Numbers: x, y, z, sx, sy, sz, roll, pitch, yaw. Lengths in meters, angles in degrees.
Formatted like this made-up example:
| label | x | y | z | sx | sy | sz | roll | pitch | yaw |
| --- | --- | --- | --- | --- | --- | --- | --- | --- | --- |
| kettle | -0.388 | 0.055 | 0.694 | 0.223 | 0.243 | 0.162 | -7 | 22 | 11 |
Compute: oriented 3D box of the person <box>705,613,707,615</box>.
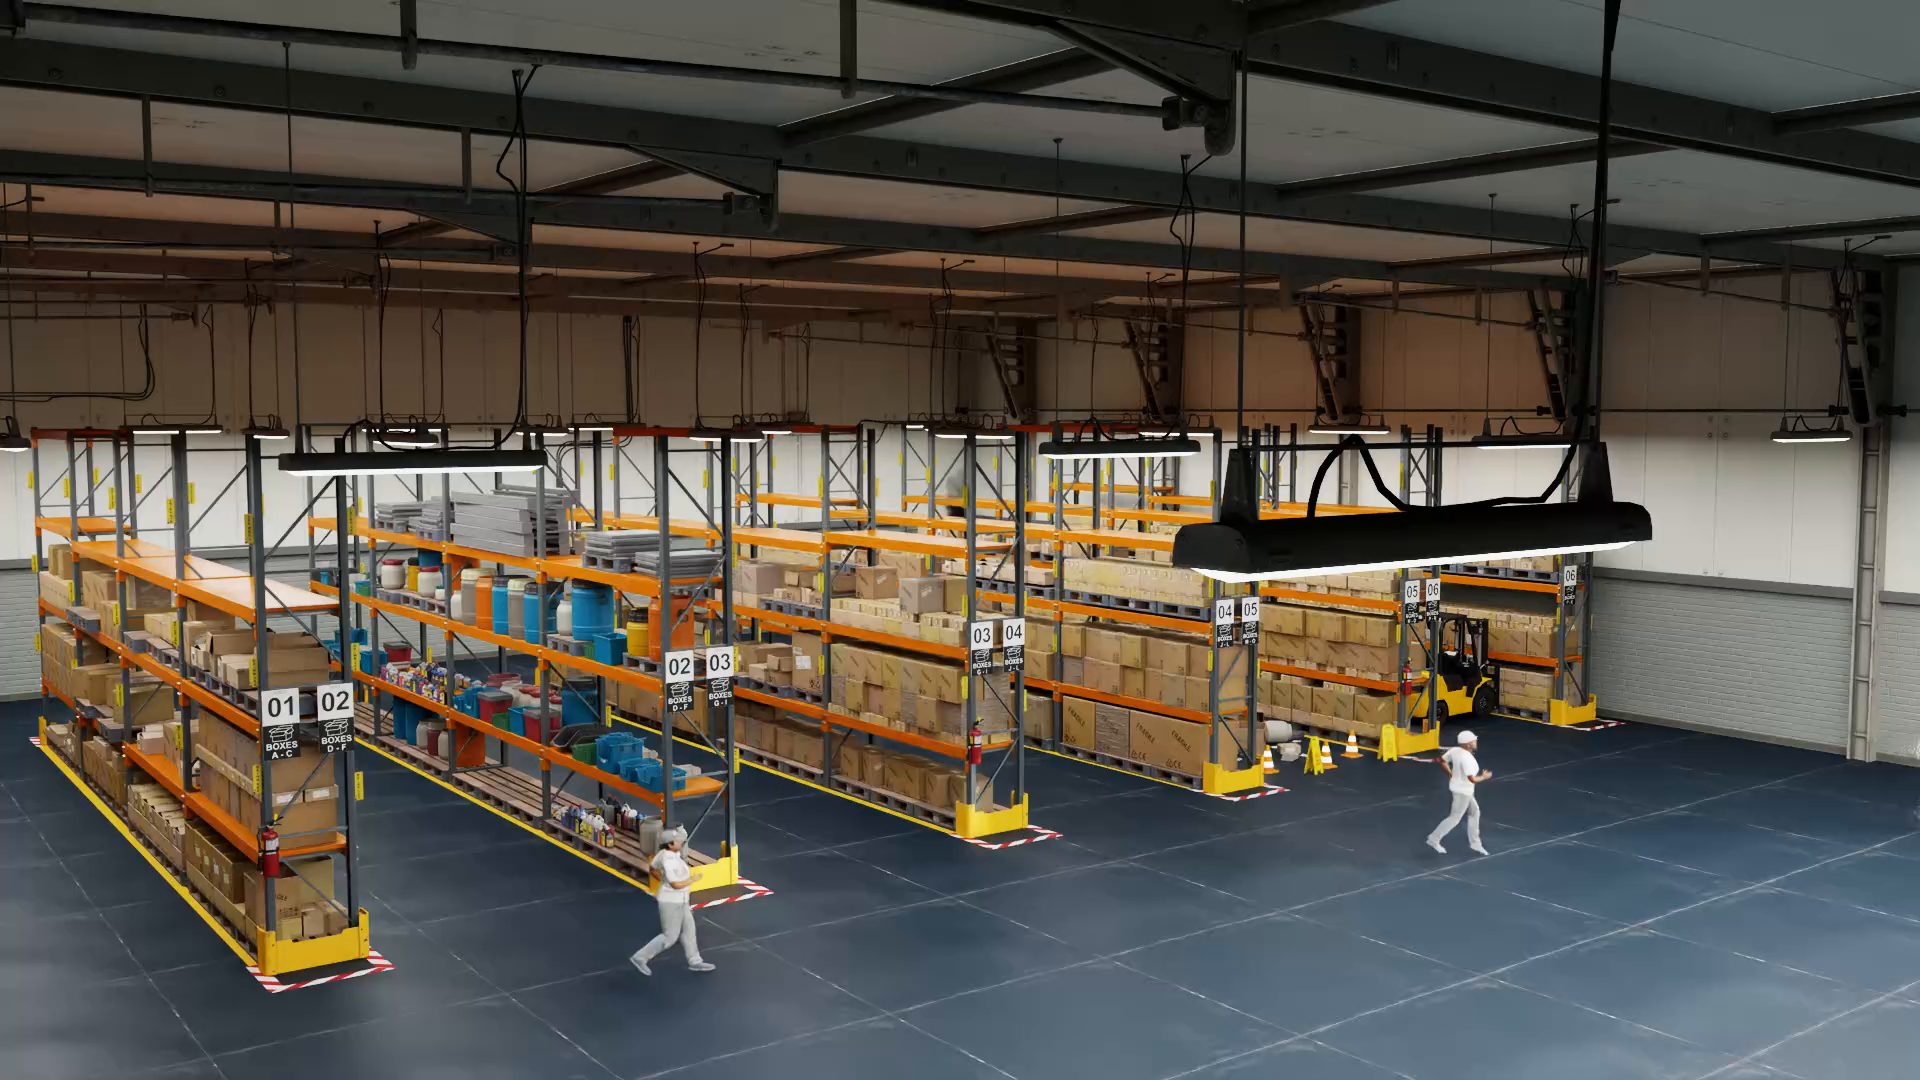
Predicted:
| label | x | y | z | sx | sy | sz | roll | pitch | yaw |
| --- | --- | --- | --- | --- | --- | --- | --- | --- | --- |
| person | -5.851 | 2.472 | 38.724 | 0.640 | 1.646 | 0.799 | -3 | 5 | -29 |

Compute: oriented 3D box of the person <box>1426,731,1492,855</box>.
| label | x | y | z | sx | sy | sz | roll | pitch | yaw |
| --- | --- | --- | --- | --- | --- | --- | --- | --- | --- |
| person | 7.066 | 3.598 | 23.571 | 0.940 | 1.806 | 0.711 | 0 | 4 | 3 |

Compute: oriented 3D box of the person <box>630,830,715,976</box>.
| label | x | y | z | sx | sy | sz | roll | pitch | yaw |
| --- | --- | --- | --- | --- | --- | --- | --- | --- | --- |
| person | -3.202 | 4.034 | 18.499 | 0.944 | 1.629 | 0.614 | -1 | 5 | -13 |
